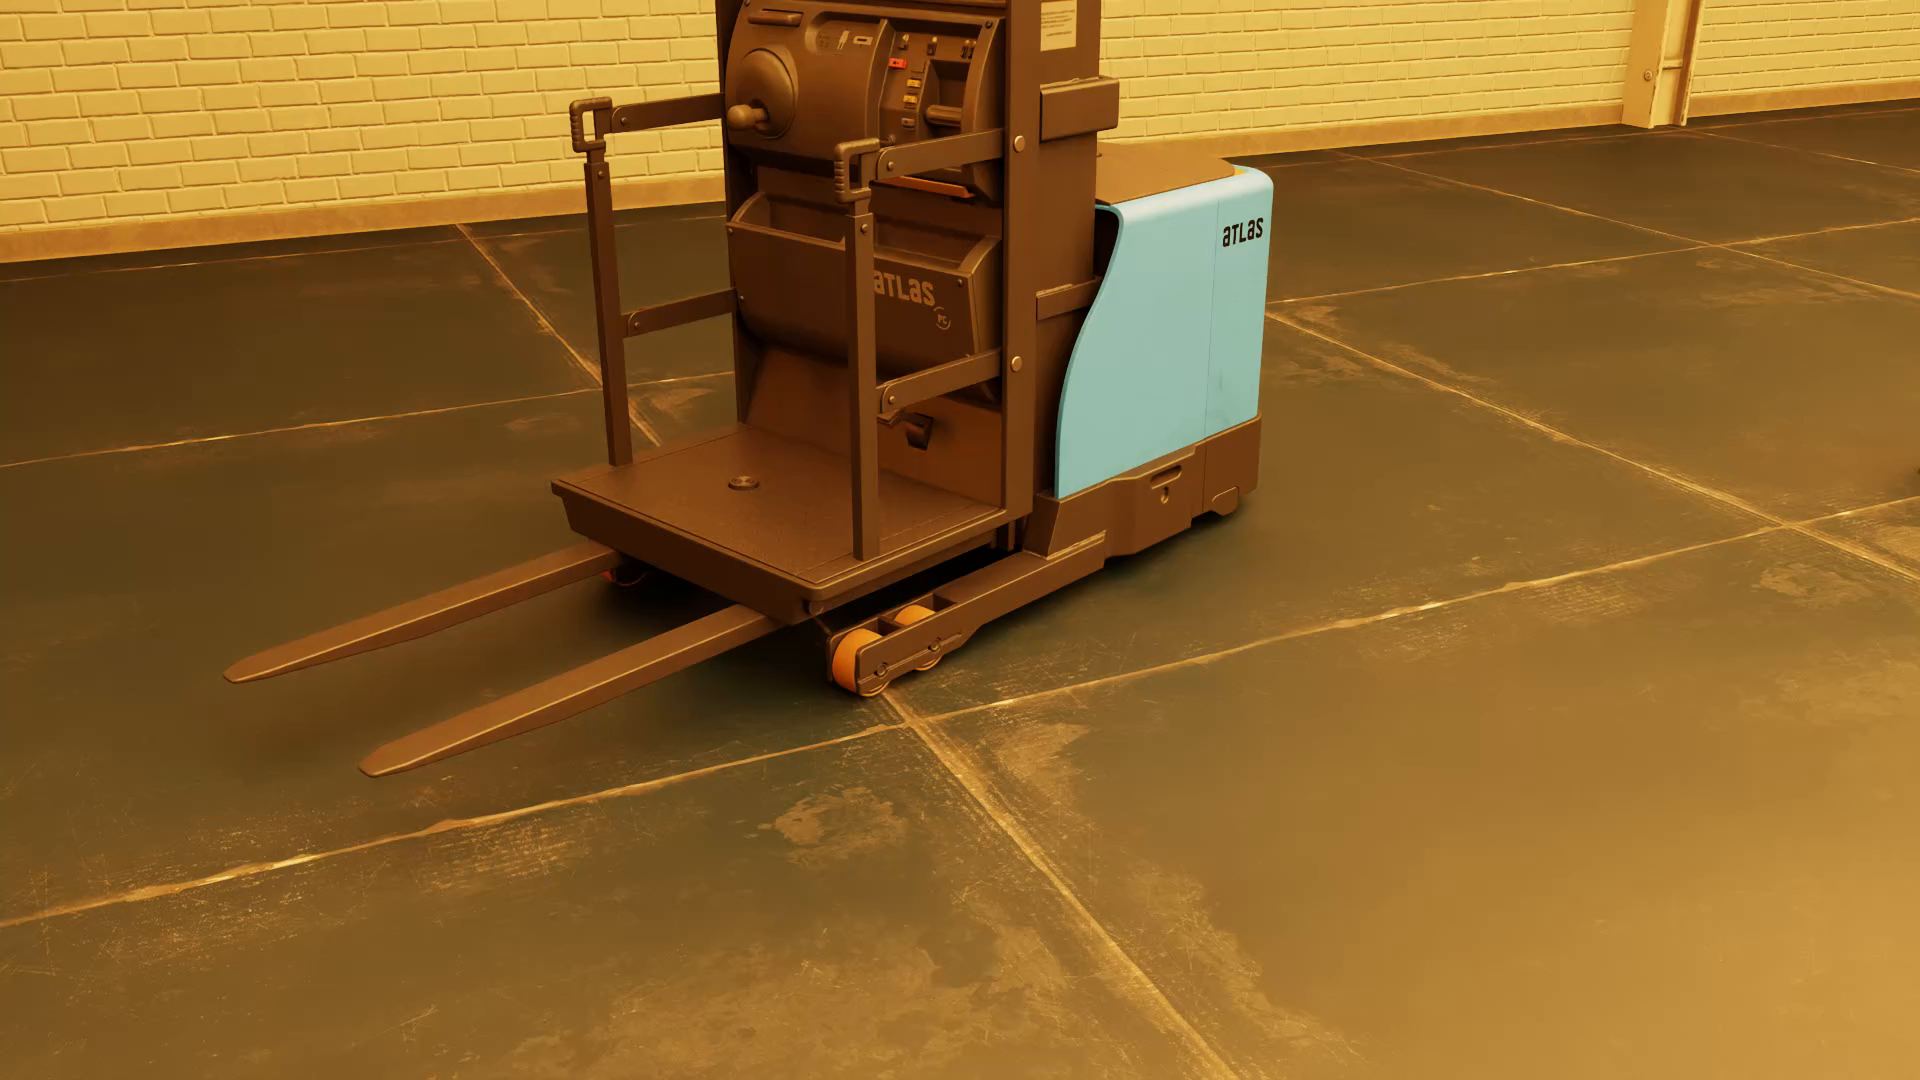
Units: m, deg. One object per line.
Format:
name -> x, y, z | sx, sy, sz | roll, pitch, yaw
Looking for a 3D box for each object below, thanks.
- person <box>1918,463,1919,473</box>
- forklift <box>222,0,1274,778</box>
person -> 3.393, -1.016, 5.238 | 0.447, 1.780, 0.619 | -4, 23, -9
forklift -> -0.413, -1.182, 4.131 | 1.130, 2.935, 3.031 | 19, 29, 39
